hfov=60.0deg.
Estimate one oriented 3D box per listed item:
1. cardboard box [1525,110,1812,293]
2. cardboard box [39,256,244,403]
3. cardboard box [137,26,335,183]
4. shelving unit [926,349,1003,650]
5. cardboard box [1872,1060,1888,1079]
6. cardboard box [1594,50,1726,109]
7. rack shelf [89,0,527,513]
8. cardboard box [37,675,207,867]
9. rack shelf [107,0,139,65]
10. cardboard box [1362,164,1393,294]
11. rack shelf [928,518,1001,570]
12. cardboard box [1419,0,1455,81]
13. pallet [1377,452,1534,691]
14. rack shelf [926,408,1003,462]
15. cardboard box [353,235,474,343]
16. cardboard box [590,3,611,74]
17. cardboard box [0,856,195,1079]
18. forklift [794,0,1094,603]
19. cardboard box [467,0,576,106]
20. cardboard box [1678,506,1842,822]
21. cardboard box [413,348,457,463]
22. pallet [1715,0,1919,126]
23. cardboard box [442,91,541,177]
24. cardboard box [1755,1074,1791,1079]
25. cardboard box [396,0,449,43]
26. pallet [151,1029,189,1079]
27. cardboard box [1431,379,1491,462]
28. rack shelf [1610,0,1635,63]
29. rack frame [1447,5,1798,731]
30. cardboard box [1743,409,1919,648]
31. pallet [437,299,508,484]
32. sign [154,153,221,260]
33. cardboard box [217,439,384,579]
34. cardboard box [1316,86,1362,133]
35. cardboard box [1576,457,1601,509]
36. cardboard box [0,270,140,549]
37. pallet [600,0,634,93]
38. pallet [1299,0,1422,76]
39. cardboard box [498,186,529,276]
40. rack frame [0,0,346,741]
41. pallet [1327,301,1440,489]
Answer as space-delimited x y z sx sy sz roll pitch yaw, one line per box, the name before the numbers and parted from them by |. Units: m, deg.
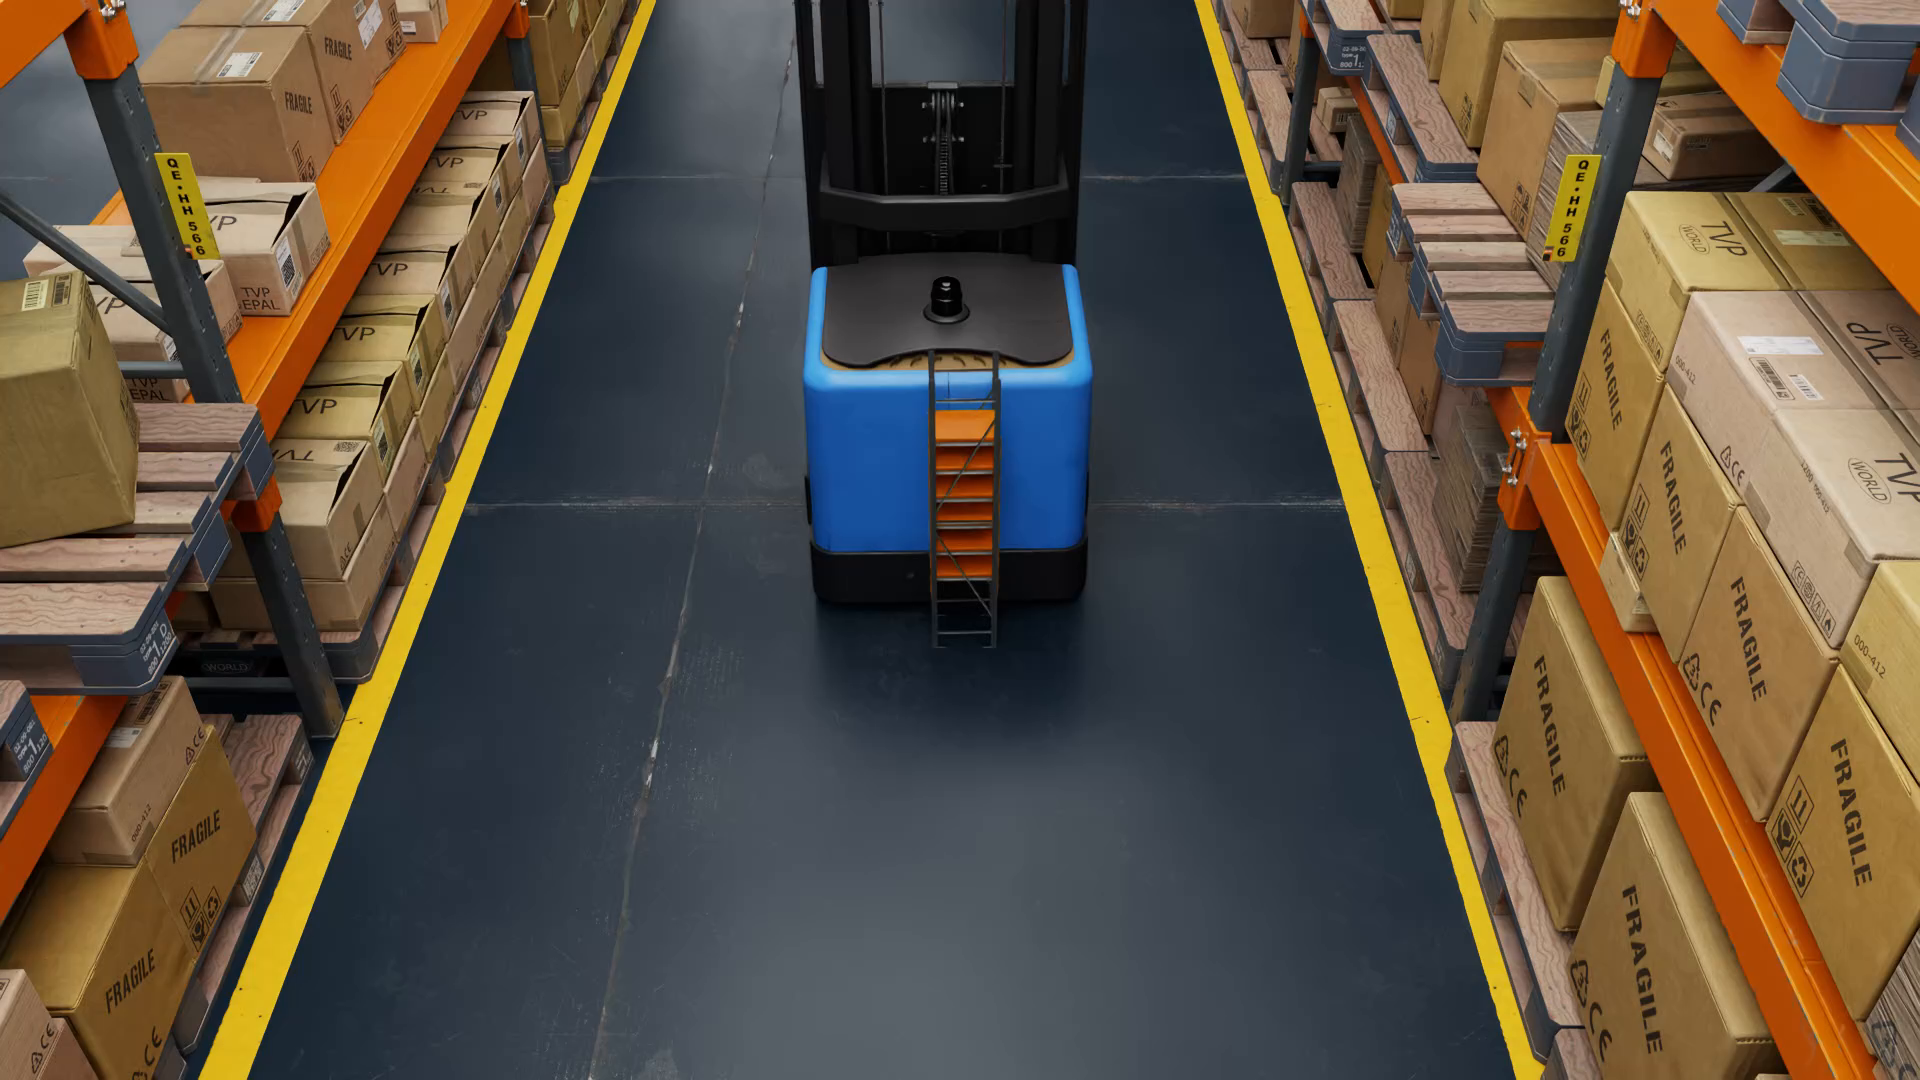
cardboard box | 2.240 -1.013 5.183 0.700 0.500 0.500 -4 39 -5
cardboard box | -2.660 -0.695 5.290 0.500 0.311 0.500 2 39 3
cardboard box | -2.721 -1.590 6.256 0.500 0.500 0.500 -2 39 -2
shelving unit | 0.014 -0.118 5.937 0.258 1.200 0.189 -1 39 -1
cardboard box | 2.014 1.078 3.191 0.380 0.149 0.250 -1 39 -1
cardboard box | 2.205 -1.389 5.134 0.380 0.149 0.250 -6 39 -8
rack shelf | -2.705 -1.472 6.764 1.077 0.370 4.000 0 39 0
cardboard box | -2.463 0.629 4.614 0.500 0.250 0.500 1 39 2
rack shelf | -2.705 -2.643 5.826 1.077 0.370 4.000 0 39 0
cardboard box | 2.315 -1.422 7.773 0.700 0.500 0.500 -1 39 -1
rack shelf | 0.014 0.011 6.040 0.258 0.103 0.180 -1 39 -1
cardboard box | 2.238 -2.141 6.591 0.700 0.500 0.500 5 39 6
pallet | 2.251 0.091 6.467 1.003 0.211 1.213 0 39 0
rack shelf | 0.014 -0.364 5.740 0.258 0.103 0.180 -1 39 -1
cardboard box | -2.418 -1.109 7.149 0.500 0.311 0.500 0 39 -1
cardboard box | -2.396 -3.010 9.970 0.500 0.250 0.500 0 39 0
cardboard box | -2.467 1.210 4.489 0.500 0.500 0.500 -1 39 -2
forklift | -0.076 -1.801 6.653 1.130 2.935 3.031 -1 39 -1
cardboard box | -2.395 -2.677 8.956 0.500 0.500 0.500 0 39 0
cardboard box | 1.986 0.271 3.680 0.500 0.500 0.500 0 39 0
cardboard box | -2.418 -0.560 6.913 0.500 0.250 0.500 -1 39 -1
pallet | 2.305 -1.202 3.604 1.213 0.211 1.003 2 39 2
cardboard box | -2.420 -2.060 8.337 0.500 0.311 0.500 0 39 0
cardboard box | 2.121 1.706 3.606 0.750 0.750 0.750 1 39 1
cardboard box | -2.523 -2.401 7.455 0.396 0.266 0.258 -1 39 -1
pallet | -2.741 1.814 4.318 1.003 0.211 1.213 0 39 0
cardboard box | 2.314 -0.477 6.593 0.700 0.500 0.500 0 39 0
rack shelf | 2.249 -2.649 5.833 1.077 0.370 4.000 0 39 0
rack frame | 2.251 -0.508 4.985 1.000 3.000 0.127 0 39 0
cardboard box | 1.999 -0.031 3.456 0.500 0.250 0.500 0 39 0
pallet | -2.663 -0.690 7.442 1.003 0.211 1.213 0 39 0
sign | -2.160 -0.929 4.648 0.100 0.325 0.005 0 39 0
cardboard box | -2.410 -0.140 5.940 0.500 0.311 0.500 1 39 1
cardboard box | 2.216 -2.410 9.273 0.380 0.166 0.250 -5 39 -6
cardboard box | 2.020 -0.212 4.801 0.380 0.149 0.250 -1 39 -1
cardboard box | -2.589 -0.311 4.324 0.700 0.500 0.500 -12 40 -15
pallet | -2.671 -3.178 10.546 1.003 0.211 1.213 0 39 0
pallet | 2.102 -2.457 7.570 1.003 0.211 1.213 0 39 0
cardboard box | -2.418 -1.519 8.110 0.500 0.250 0.500 -1 39 -1
rack frame | -2.703 -0.502 4.978 1.000 3.000 0.127 0 39 0
pallet | 2.253 -0.670 7.417 1.003 0.211 1.213 0 39 0
